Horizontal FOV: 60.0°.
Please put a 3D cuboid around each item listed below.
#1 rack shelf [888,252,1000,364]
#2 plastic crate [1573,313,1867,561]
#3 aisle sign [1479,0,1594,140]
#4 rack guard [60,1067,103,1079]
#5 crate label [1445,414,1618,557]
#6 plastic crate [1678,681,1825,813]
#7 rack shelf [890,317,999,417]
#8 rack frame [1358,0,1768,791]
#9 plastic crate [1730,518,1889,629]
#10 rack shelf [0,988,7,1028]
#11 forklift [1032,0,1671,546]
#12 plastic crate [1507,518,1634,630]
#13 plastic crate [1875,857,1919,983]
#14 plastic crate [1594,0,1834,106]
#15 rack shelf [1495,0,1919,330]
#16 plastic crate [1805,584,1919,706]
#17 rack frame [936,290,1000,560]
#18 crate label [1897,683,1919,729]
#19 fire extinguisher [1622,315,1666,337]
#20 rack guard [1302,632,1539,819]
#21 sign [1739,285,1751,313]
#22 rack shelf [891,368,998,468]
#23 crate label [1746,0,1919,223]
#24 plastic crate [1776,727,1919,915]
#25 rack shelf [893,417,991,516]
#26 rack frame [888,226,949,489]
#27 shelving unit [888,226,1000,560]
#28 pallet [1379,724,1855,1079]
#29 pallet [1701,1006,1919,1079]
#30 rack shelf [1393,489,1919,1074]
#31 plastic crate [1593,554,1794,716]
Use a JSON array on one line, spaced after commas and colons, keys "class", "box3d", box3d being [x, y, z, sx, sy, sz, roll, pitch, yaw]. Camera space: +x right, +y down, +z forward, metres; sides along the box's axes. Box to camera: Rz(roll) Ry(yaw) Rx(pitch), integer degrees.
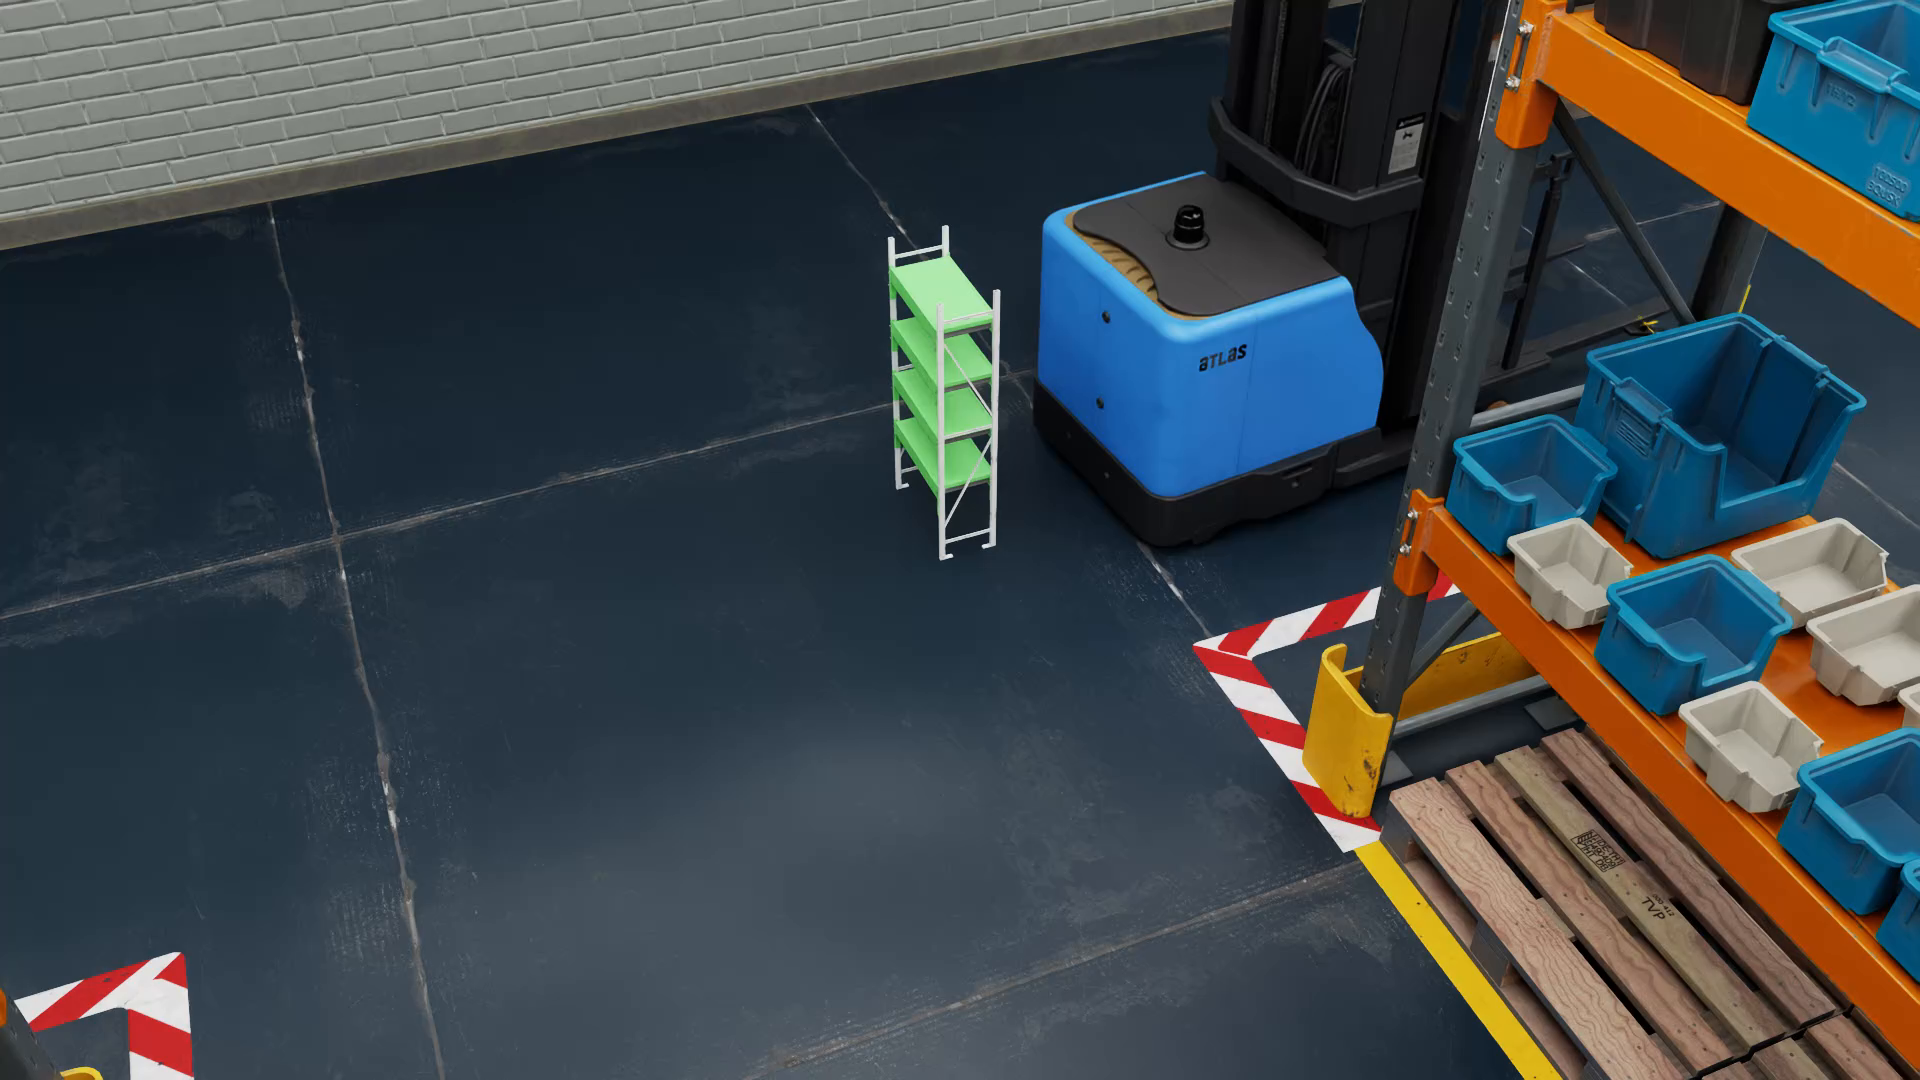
[{"class": "rack shelf", "box3d": [-0.063, -0.870, 6.203, 0.258, 0.148, 0.480, -15, 43, -17]}, {"class": "plastic crate", "box3d": [2.110, -0.297, 4.721, 0.616, 0.435, 0.499, -15, 43, -17]}, {"class": "aisle sign", "box3d": [1.508, -1.371, 4.049, 0.394, 0.787, 0.004, -15, 43, -17]}, {"class": "rack guard", "box3d": [-2.739, 1.811, 4.260, 1.175, 0.500, 0.348, -15, 43, -17]}, {"class": "crate label", "box3d": [1.600, -0.144, 4.699, 0.416, 0.233, 0.303, -15, 43, -17]}, {"class": "plastic crate", "box3d": [1.906, 0.515, 4.007, 0.250, 0.136, 0.298, -15, 43, -17]}, {"class": "rack shelf", "box3d": [-0.063, -0.688, 6.360, 0.258, 0.148, 0.480, -15, 43, -17]}, {"class": "rack frame", "box3d": [1.810, -0.416, 4.933, 1.000, 3.000, 0.127, -15, 43, -17]}, {"class": "plastic crate", "box3d": [2.289, 0.108, 4.480, 0.396, 0.136, 0.243, -15, 43, -17]}, {"class": "rack shelf", "box3d": [-2.003, 2.295, 2.332, 1.077, 0.370, 4.000, -15, 43, -17]}, {"class": "forklift", "box3d": [1.861, -1.774, 6.565, 3.031, 2.935, 1.130, -19, 44, -21]}, {"class": "plastic crate", "box3d": [1.646, 0.106, 4.482, 0.250, 0.136, 0.298, -15, 43, -17]}, {"class": "plastic crate", "box3d": [2.218, 0.830, 3.567, 0.416, 0.233, 0.300, -15, 43, -17]}, {"class": "plastic crate", "box3d": [1.699, -1.202, 3.647, 0.497, 0.269, 0.590, -15, 43, -17]}, {"class": "rack shelf", "box3d": [2.575, -0.075, 2.788, 1.077, 0.370, 4.000, -15, 43, -17]}, {"class": "plastic crate", "box3d": [2.386, 0.286, 4.273, 0.396, 0.136, 0.243, -15, 43, -17]}, {"class": "rack frame", "box3d": [0.030, -0.408, 6.304, 0.240, 1.200, 0.015, -15, 43, -17]}, {"class": "crate label", "box3d": [2.516, 0.447, 4.085, 0.396, 0.136, 0.243, -15, 43, -17]}, {"class": "fire extinguisher", "box3d": [2.172, -0.449, 5.317, 0.296, 0.674, 0.183, -15, 43, -17]}, {"class": "rack guard", "box3d": [1.788, 0.521, 5.761, 1.175, 0.500, 0.348, -15, 43, -17]}, {"class": "sign", "box3d": [2.312, -0.625, 5.051, 0.100, 0.325, 0.005, -15, 43, -17]}, {"class": "rack shelf", "box3d": [-0.063, -0.506, 6.516, 0.258, 0.148, 0.480, -15, 43, -17]}, {"class": "crate label", "box3d": [1.864, -0.860, 3.263, 0.408, 0.251, 0.502, -15, 43, -17]}, {"class": "plastic crate", "box3d": [2.104, 0.649, 3.777, 0.416, 0.233, 0.300, -15, 43, -17]}, {"class": "rack shelf", "box3d": [-0.063, -0.324, 6.673, 0.258, 0.148, 0.480, -15, 43, -17]}, {"class": "rack frame", "box3d": [-0.157, -0.702, 6.646, 0.240, 1.200, 0.015, -15, 43, -17]}, {"class": "shelving unit", "box3d": [-0.063, -0.555, 6.475, 0.258, 1.200, 0.503, -15, 43, -17]}, {"class": "pallet", "box3d": [2.089, 1.148, 5.253, 1.003, 0.211, 1.213, -15, 43, -17]}, {"class": "pallet", "box3d": [2.552, 1.882, 4.400, 1.003, 0.211, 1.213, -15, 43, -17]}, {"class": "rack shelf", "box3d": [2.575, 1.062, 3.766, 1.077, 0.370, 4.000, -15, 43, -17]}, {"class": "plastic crate", "box3d": [1.852, 0.252, 4.238, 0.416, 0.233, 0.300, -15, 43, -17]}]
